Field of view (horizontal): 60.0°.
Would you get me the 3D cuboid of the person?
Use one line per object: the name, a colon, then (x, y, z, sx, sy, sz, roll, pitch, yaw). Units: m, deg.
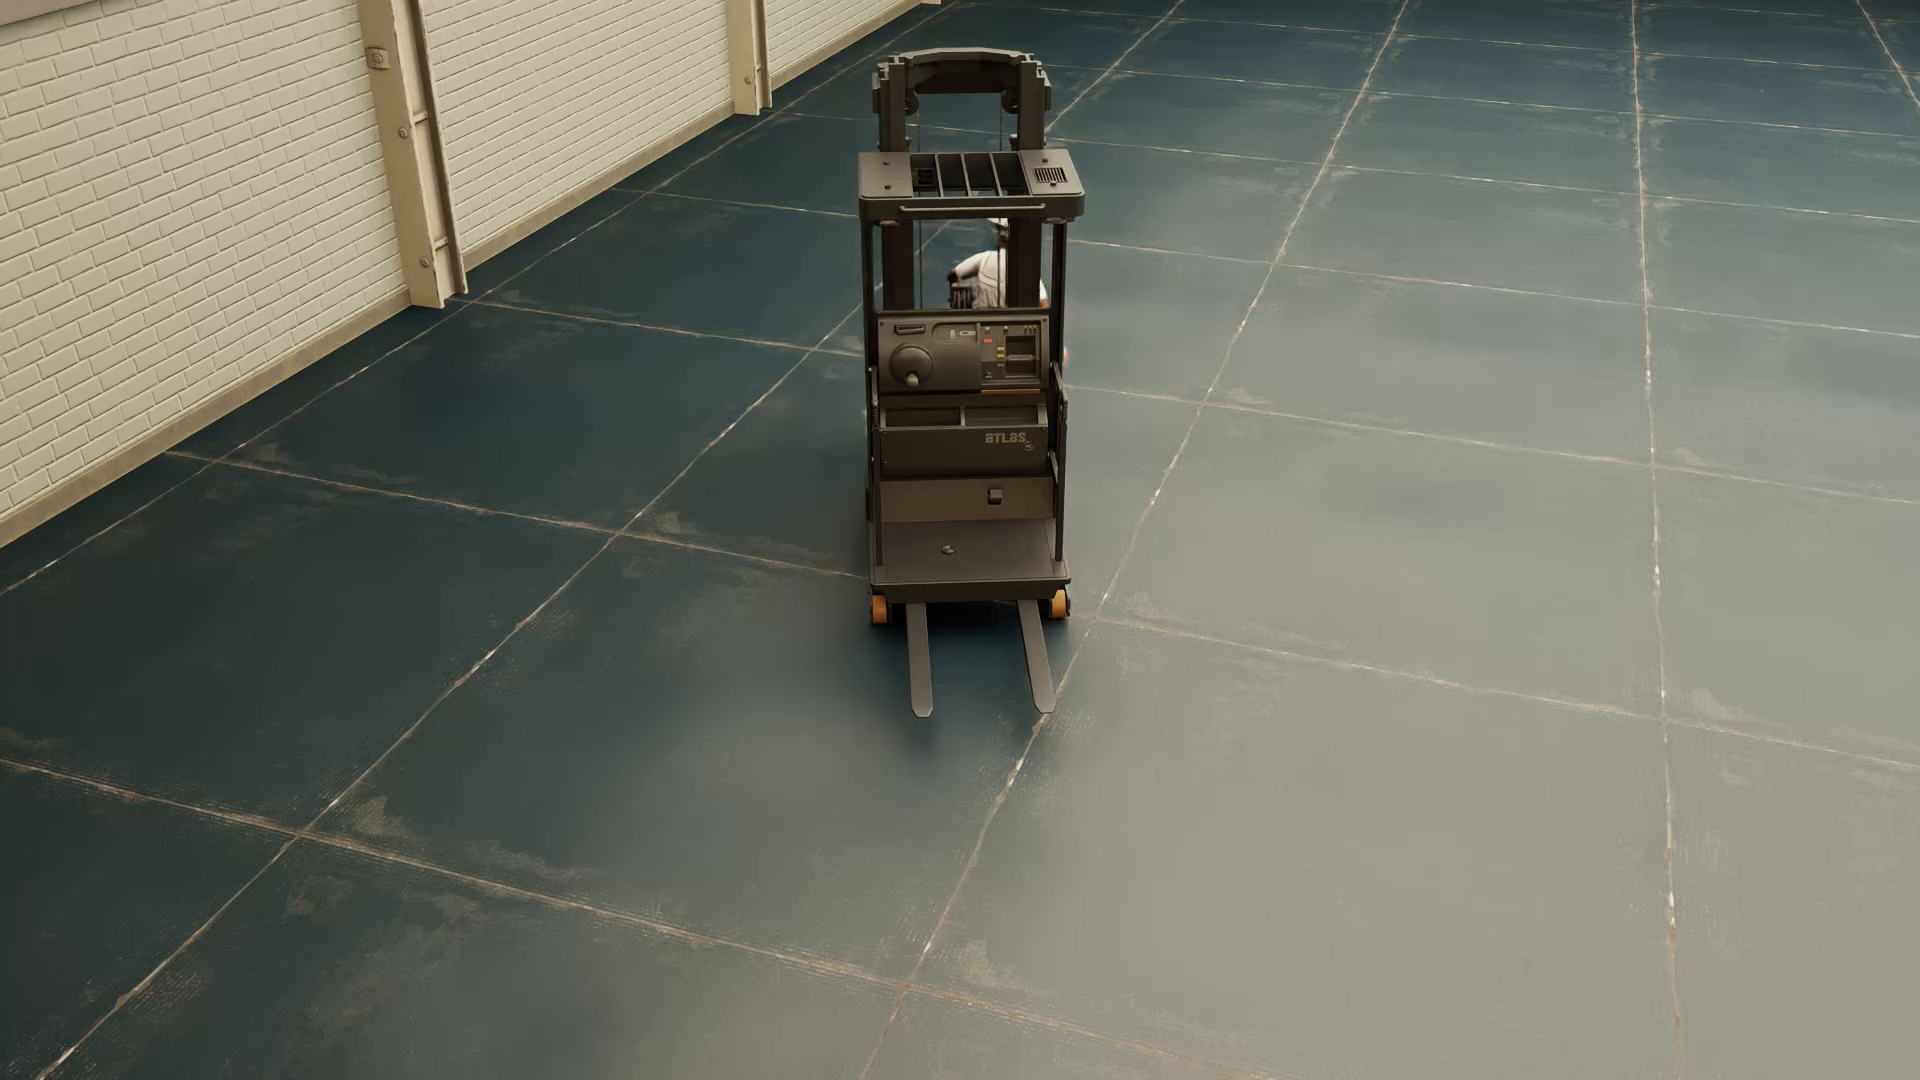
person: (0.309, -1.366, 11.045, 1.110, 1.563, 0.502, 20, 35, 31)

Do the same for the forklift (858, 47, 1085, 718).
forklift: (0.035, -0.972, 8.842, 1.130, 2.935, 3.031, -2, 30, -3)
